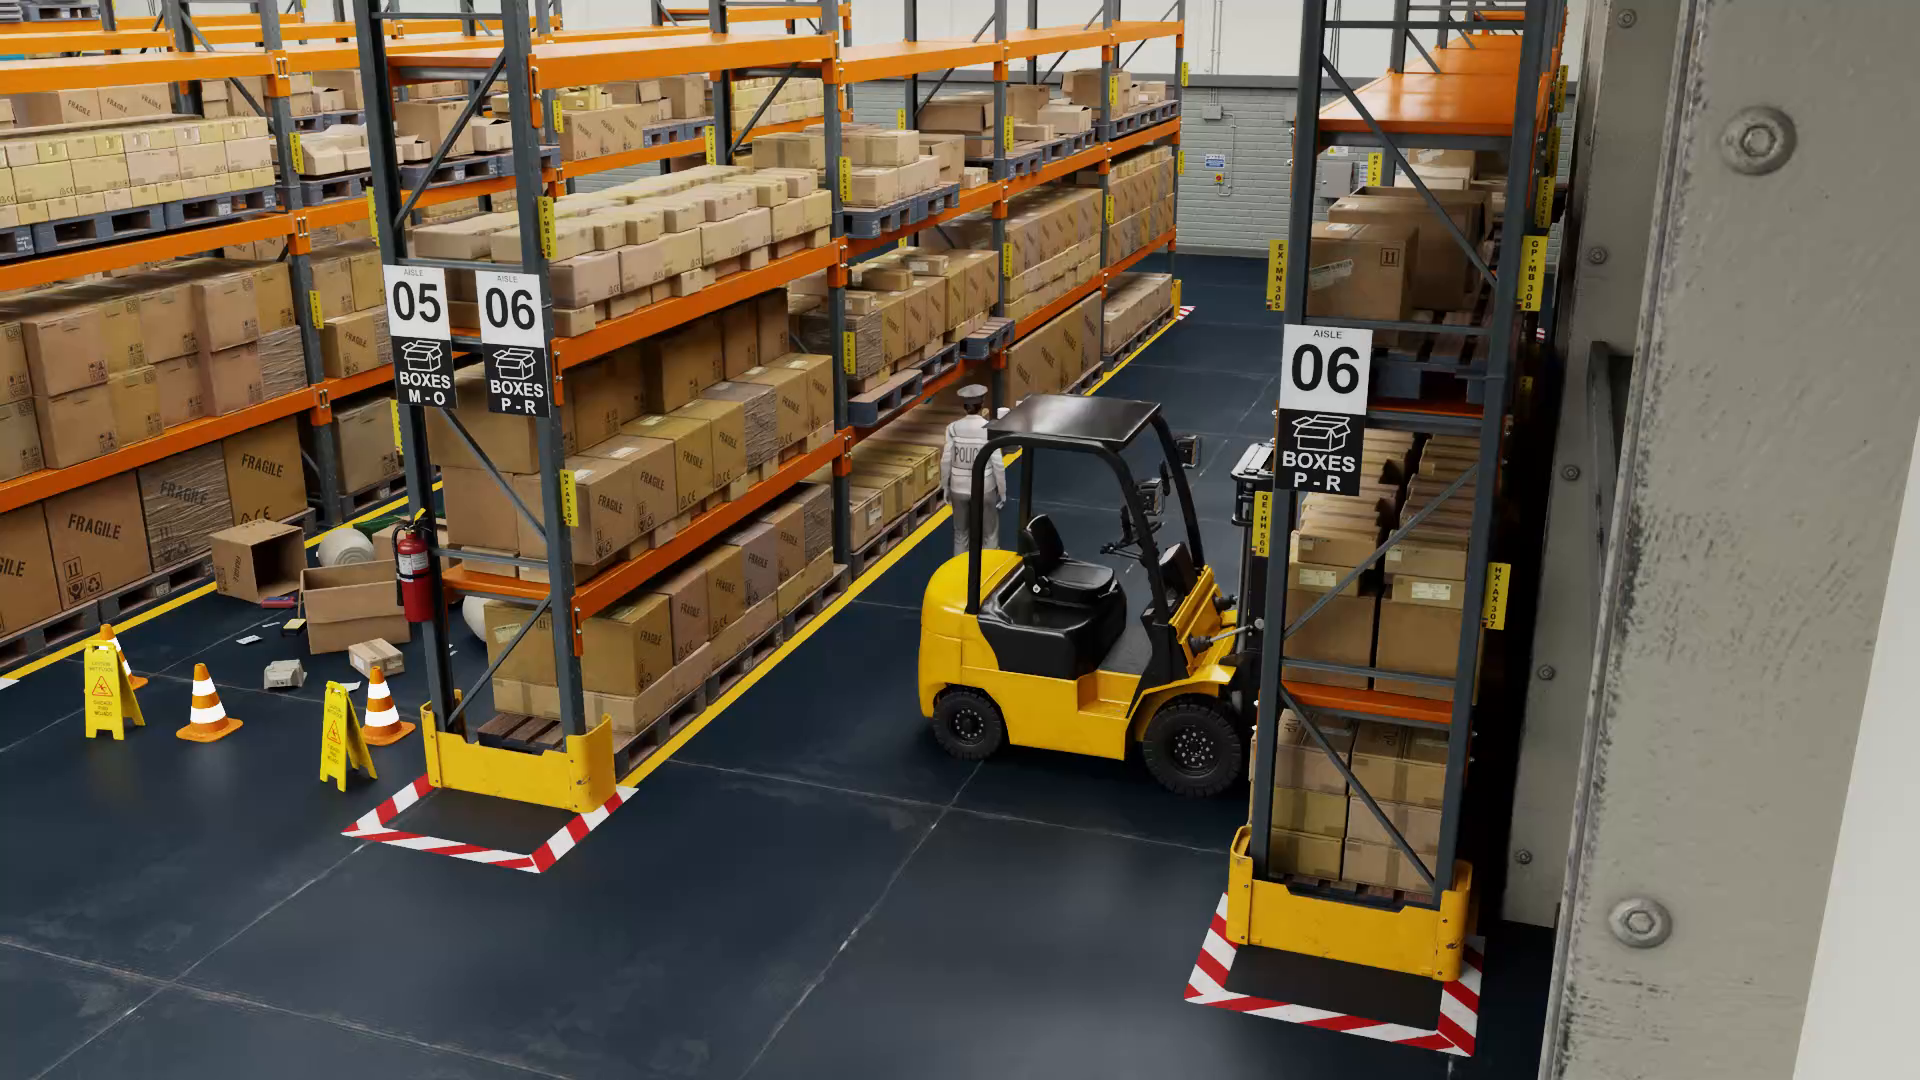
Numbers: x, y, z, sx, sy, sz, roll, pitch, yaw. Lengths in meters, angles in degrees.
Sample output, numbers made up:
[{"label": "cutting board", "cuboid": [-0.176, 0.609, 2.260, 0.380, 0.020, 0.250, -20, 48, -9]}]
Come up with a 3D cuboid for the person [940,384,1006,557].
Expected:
[{"label": "person", "cuboid": [0.112, -0.389, 13.202, 0.535, 1.662, 0.374, 5, 19, 15]}]
